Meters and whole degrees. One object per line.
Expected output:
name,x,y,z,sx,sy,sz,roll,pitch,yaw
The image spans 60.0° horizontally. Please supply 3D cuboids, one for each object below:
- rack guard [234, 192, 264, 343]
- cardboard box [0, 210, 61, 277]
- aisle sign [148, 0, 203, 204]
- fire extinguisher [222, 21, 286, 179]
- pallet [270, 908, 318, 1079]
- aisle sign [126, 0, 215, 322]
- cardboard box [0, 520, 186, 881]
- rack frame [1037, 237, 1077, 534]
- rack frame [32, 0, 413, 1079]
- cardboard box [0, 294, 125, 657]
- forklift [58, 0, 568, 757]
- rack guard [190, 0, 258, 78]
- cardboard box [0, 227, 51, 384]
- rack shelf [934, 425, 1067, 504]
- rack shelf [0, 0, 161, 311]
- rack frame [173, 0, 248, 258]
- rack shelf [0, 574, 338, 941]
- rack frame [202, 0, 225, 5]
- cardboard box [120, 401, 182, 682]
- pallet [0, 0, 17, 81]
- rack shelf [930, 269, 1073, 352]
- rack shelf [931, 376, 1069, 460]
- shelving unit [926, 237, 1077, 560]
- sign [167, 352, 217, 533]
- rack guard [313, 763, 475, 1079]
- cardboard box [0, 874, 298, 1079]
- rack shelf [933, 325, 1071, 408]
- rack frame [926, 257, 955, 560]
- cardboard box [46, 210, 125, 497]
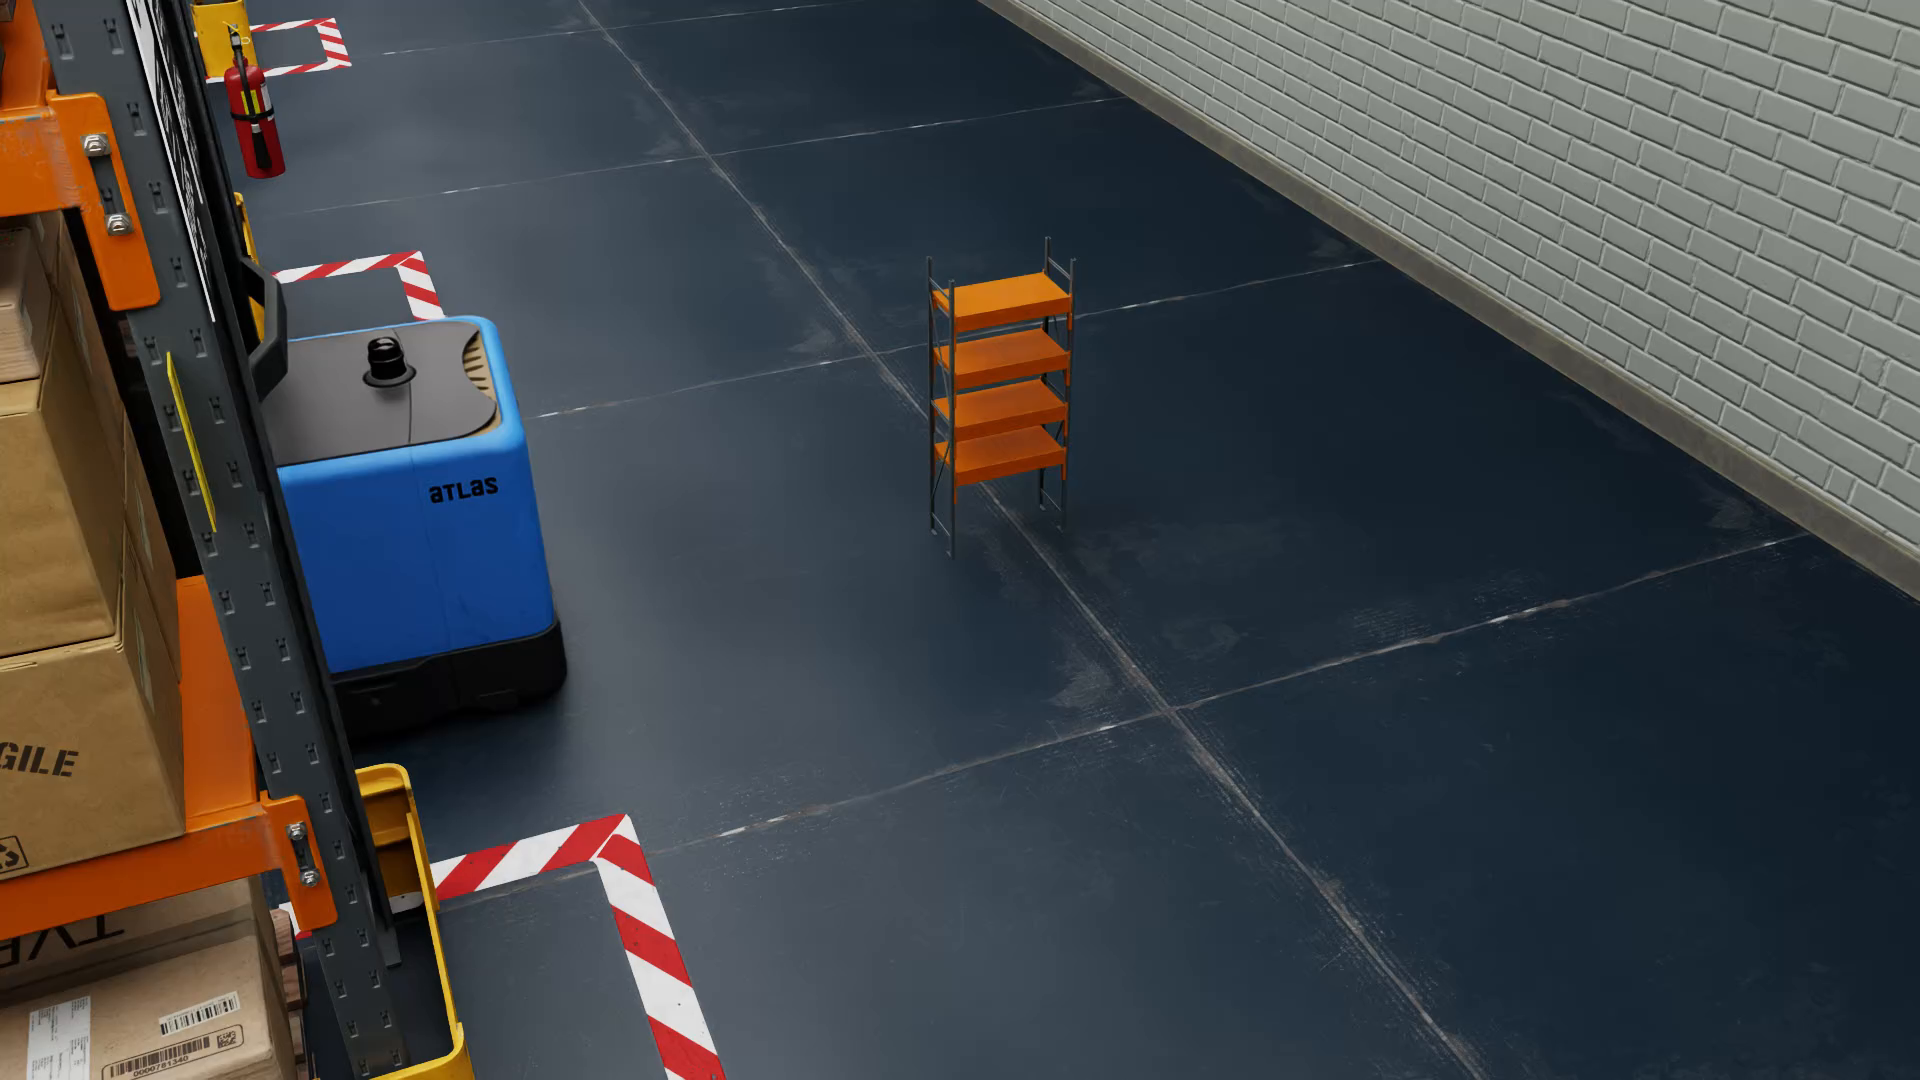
rack guard,-3.656,-1.269,8.241,0.348,0.500,1.175,-13,35,-19
cardboard box,-2.011,-0.662,3.414,0.250,0.149,0.380,-12,35,-18
aisle sign,-1.623,-1.115,3.330,0.004,0.787,0.394,-13,35,-19
fire extinguisher,-3.175,-1.965,7.432,0.183,0.674,0.296,-13,35,-19
pallet,-2.284,1.512,4.232,1.213,0.211,1.003,-13,35,-19
aisle sign,-1.390,-0.814,2.866,0.004,0.787,0.394,-13,35,-19
cardboard box,-1.919,0.328,3.403,0.500,0.500,0.500,-13,35,-19
rack frame,0.378,-0.589,6.556,0.015,1.200,0.240,-13,35,-19
rack frame,-1.577,0.135,3.792,0.127,3.000,1.000,-13,35,-19
cardboard box,-1.929,-0.104,3.151,0.500,0.500,0.500,-12,35,-17
forklift,-2.964,-0.651,5.063,3.031,2.935,1.130,-11,35,-16
rack guard,-5.391,-3.805,12.140,0.348,0.500,1.175,-13,35,-19
cardboard box,-1.830,-0.421,3.044,0.250,0.149,0.380,-12,35,-18
rack shelf,0.153,-0.315,6.621,0.480,0.148,0.258,-13,35,-19
rack shelf,-3.421,-0.398,2.521,4.000,0.370,1.077,-13,35,-19
rack frame,-3.586,-2.333,7.584,0.127,3.000,1.000,-13,35,-19
rack shelf,-3.421,0.859,3.339,4.000,0.370,1.077,-13,35,-19
rack frame,-5.413,-4.848,11.450,0.127,3.000,1.000,-13,35,-19
cardboard box,-2.130,0.050,3.831,0.500,0.500,0.500,-13,35,-19
pallet,-2.257,-0.923,2.749,1.213,0.211,1.003,-13,35,-19
rack shelf,0.153,-0.867,6.262,0.480,0.148,0.258,-13,35,-19
rack shelf,0.153,-0.481,6.513,0.480,0.148,0.258,-13,35,-19
shelving unit,0.153,-0.538,6.476,0.503,1.200,0.258,-13,35,-19
sign,-1.379,-0.173,2.987,0.005,0.325,0.100,-13,35,-19
rack guard,-1.554,1.178,4.481,0.348,0.500,1.175,-13,35,-19
cardboard box,-2.146,1.223,4.084,0.875,0.438,0.875,-14,36,-21
rack shelf,0.153,-0.669,6.391,0.480,0.148,0.258,-13,35,-19
rack frame,-0.072,-0.486,6.397,0.015,1.200,0.240,-13,35,-19
cardboard box,-2.129,-0.368,3.556,0.500,0.500,0.500,-14,35,-20
